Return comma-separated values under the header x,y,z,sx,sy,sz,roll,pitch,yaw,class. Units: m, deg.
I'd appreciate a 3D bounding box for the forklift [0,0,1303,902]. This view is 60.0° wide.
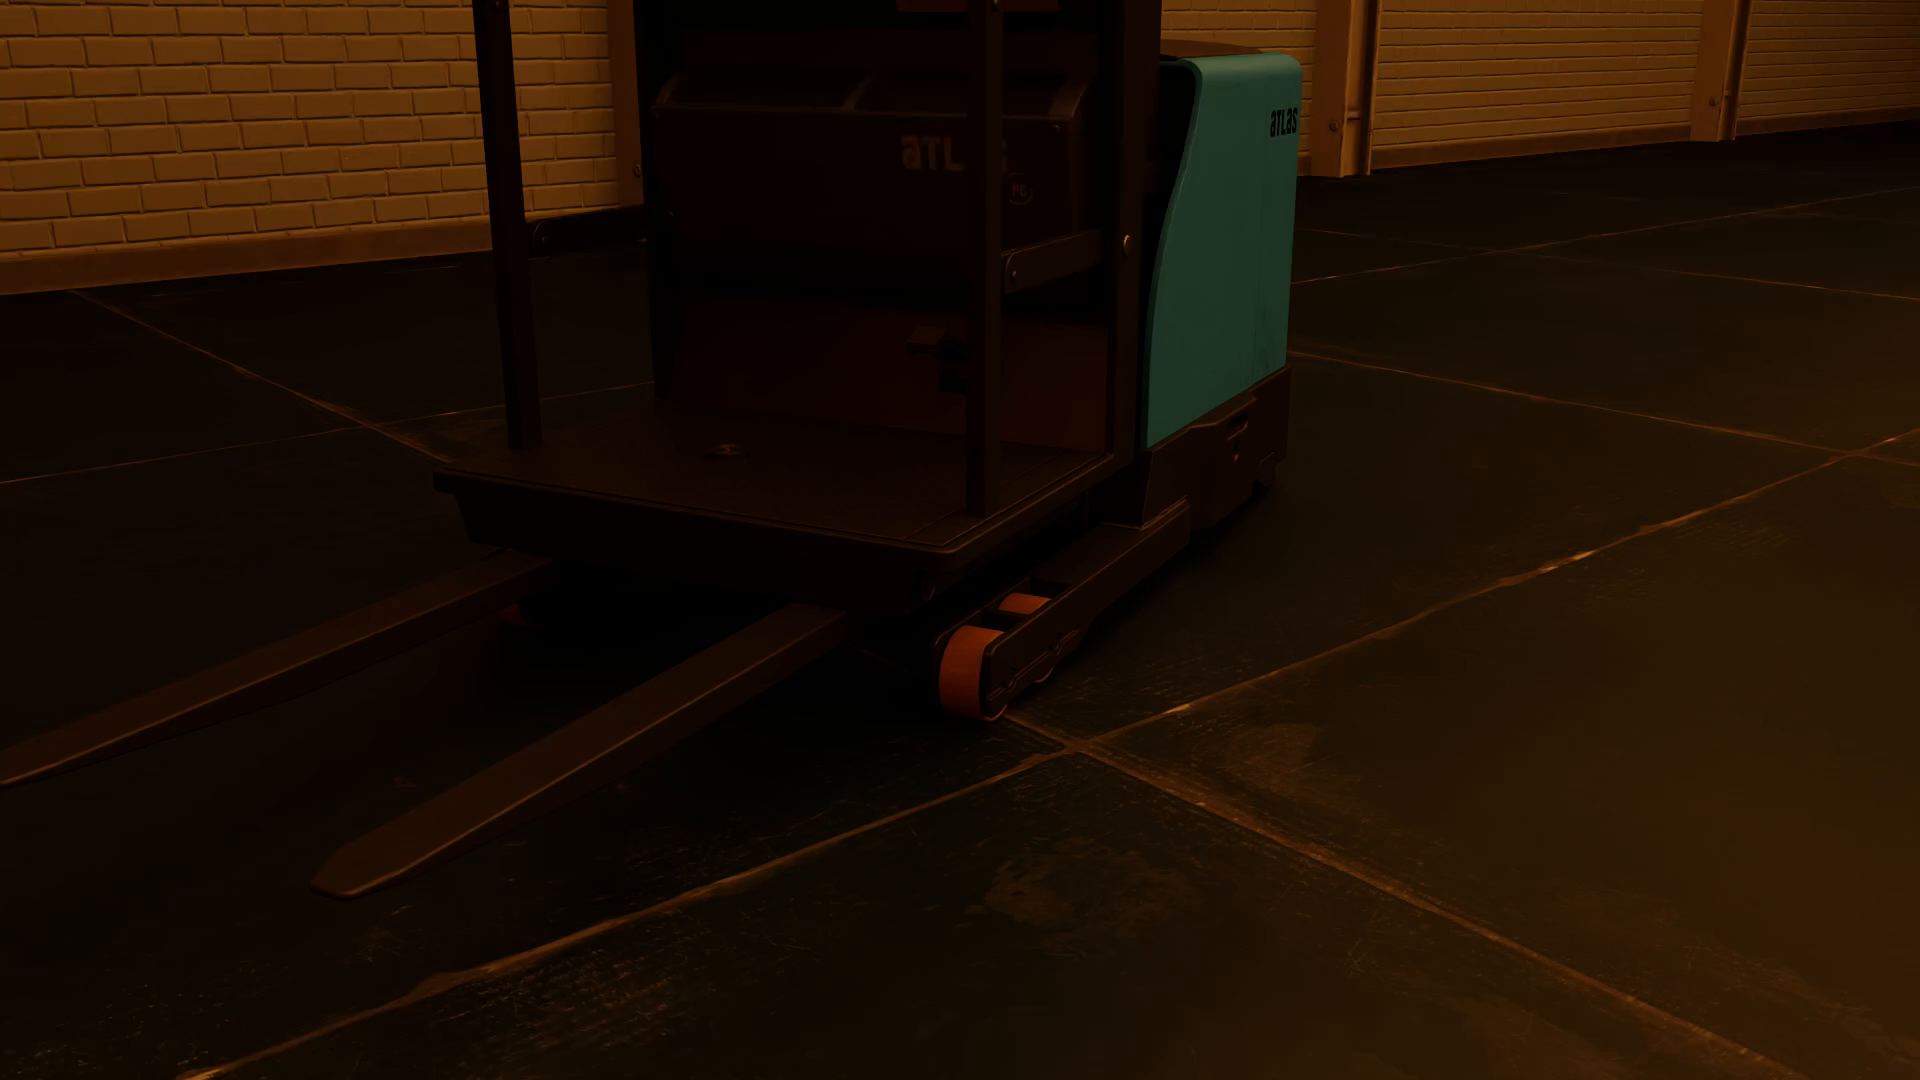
x,y,z,sx,sy,sz,roll,pitch,yaw,class
-0.280,-1.237,2.895,1.130,2.935,3.031,9,19,26,forklift
